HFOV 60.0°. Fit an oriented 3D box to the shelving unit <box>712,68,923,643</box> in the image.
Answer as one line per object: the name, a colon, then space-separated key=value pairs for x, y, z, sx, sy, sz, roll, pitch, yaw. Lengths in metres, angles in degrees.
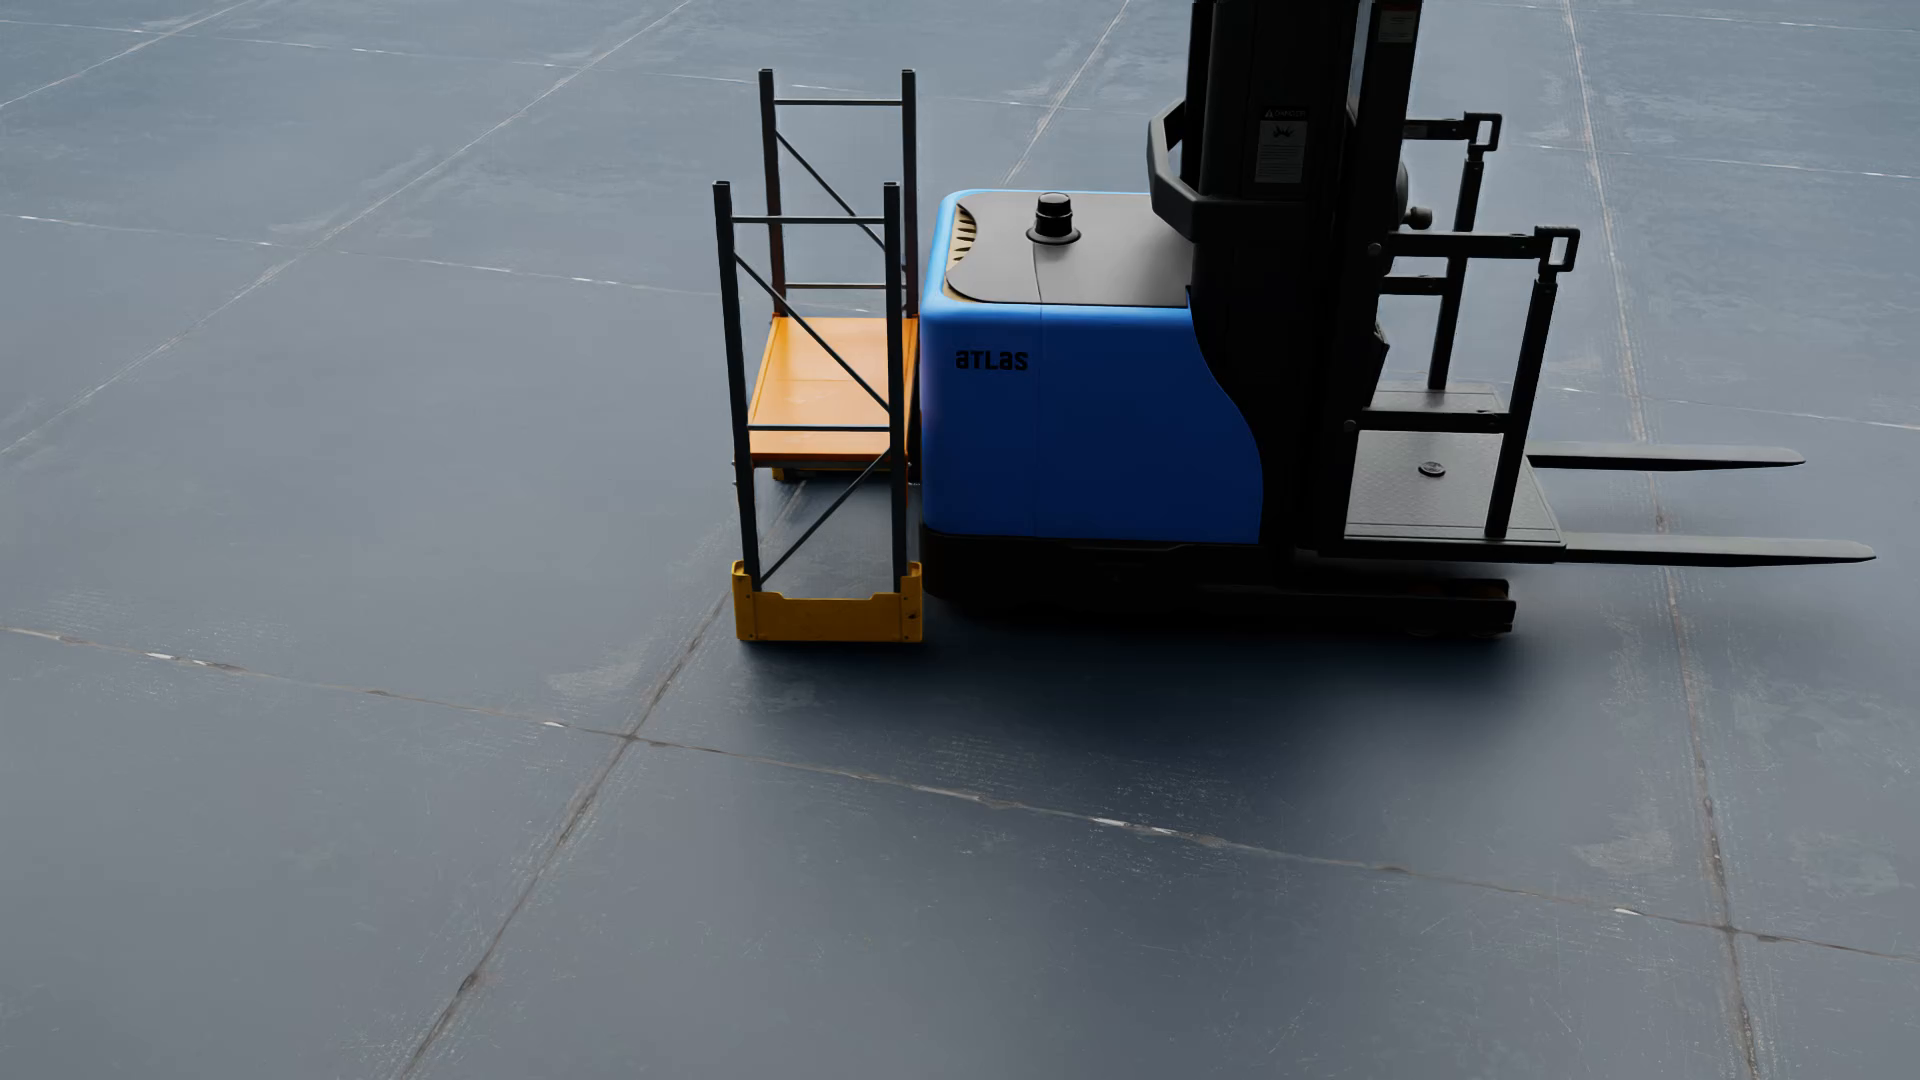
shelving unit: x=-0.403 y=-0.602 z=5.299 sx=0.587 sy=1.500 sz=1.083 roll=1 pitch=32 yaw=1

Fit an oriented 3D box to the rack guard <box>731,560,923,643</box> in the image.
rack guard: x=-0.412 y=0.193 z=5.214 sx=0.587 sy=0.250 sz=0.087 roll=1 pitch=32 yaw=1

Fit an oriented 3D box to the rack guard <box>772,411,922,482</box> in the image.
rack guard: x=-0.393 y=-0.342 z=6.055 sx=0.587 sy=0.250 sz=0.087 roll=1 pitch=32 yaw=1

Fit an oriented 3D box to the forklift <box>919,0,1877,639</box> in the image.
forklift: x=1.406 y=-1.221 z=4.938 sx=3.031 sy=2.935 sz=1.130 roll=2 pitch=32 yaw=3

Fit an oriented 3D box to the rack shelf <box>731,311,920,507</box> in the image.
rack shelf: x=-0.403 y=-0.445 z=5.388 sx=0.538 sy=0.185 sz=1.000 roll=1 pitch=32 yaw=1

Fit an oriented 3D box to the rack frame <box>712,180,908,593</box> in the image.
rack frame: x=-0.413 y=-0.324 z=4.862 sx=0.500 sy=1.500 sz=0.032 roll=1 pitch=32 yaw=1

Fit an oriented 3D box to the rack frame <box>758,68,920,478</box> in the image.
rack frame: x=-0.393 y=-0.870 z=5.720 sx=0.500 sy=1.500 sz=0.032 roll=1 pitch=32 yaw=1
